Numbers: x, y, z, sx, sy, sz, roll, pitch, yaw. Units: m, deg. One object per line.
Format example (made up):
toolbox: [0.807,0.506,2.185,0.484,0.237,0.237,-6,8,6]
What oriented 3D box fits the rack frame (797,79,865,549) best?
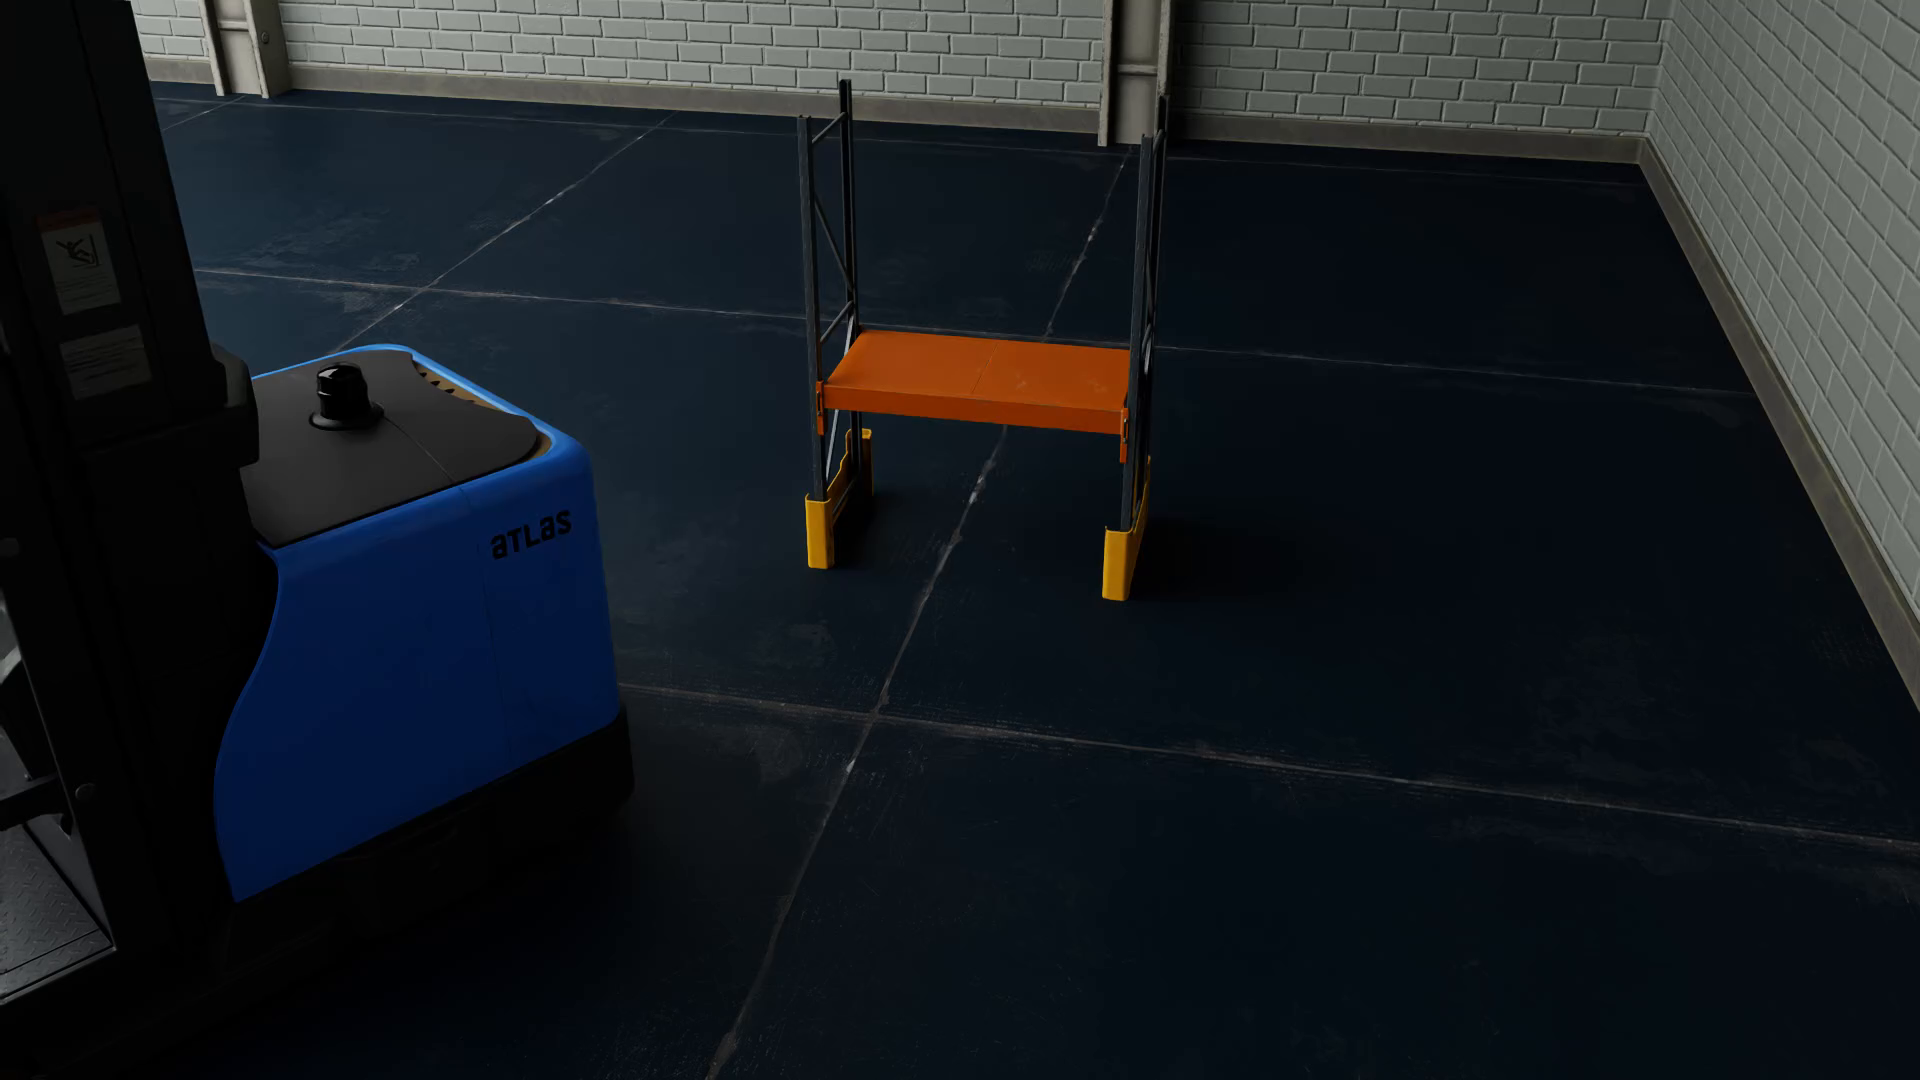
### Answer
rack frame: [-0.414,-0.700,5.467,0.032,1.500,0.500,6,29,11]

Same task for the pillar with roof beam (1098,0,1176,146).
pillar with roof beam: [0.168,-4.383,4.384,0.400,9.000,9.100,6,29,11]

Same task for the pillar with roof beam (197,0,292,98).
pillar with roof beam: [-5.700,-4.984,5.483,0.400,9.000,9.100,6,29,11]

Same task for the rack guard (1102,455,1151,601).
rack guard: [0.562,-0.052,5.585,0.087,0.250,0.587,6,29,11]

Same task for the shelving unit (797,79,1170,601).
shelving unit: [0.075,-0.650,5.376,1.083,1.500,0.587,6,29,11]

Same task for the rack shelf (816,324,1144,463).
rack shelf: [0.083,-0.492,5.461,1.000,0.185,0.538,6,29,11]

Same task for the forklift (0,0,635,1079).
forklift: [-2.269,-0.238,3.133,3.031,2.935,1.130,-25,37,-38]

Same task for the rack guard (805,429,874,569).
rack guard: [-0.412,-0.152,5.767,0.087,0.250,0.587,6,29,11]

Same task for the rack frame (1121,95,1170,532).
rack frame: [0.581,-0.598,5.281,0.032,1.500,0.500,6,29,11]
